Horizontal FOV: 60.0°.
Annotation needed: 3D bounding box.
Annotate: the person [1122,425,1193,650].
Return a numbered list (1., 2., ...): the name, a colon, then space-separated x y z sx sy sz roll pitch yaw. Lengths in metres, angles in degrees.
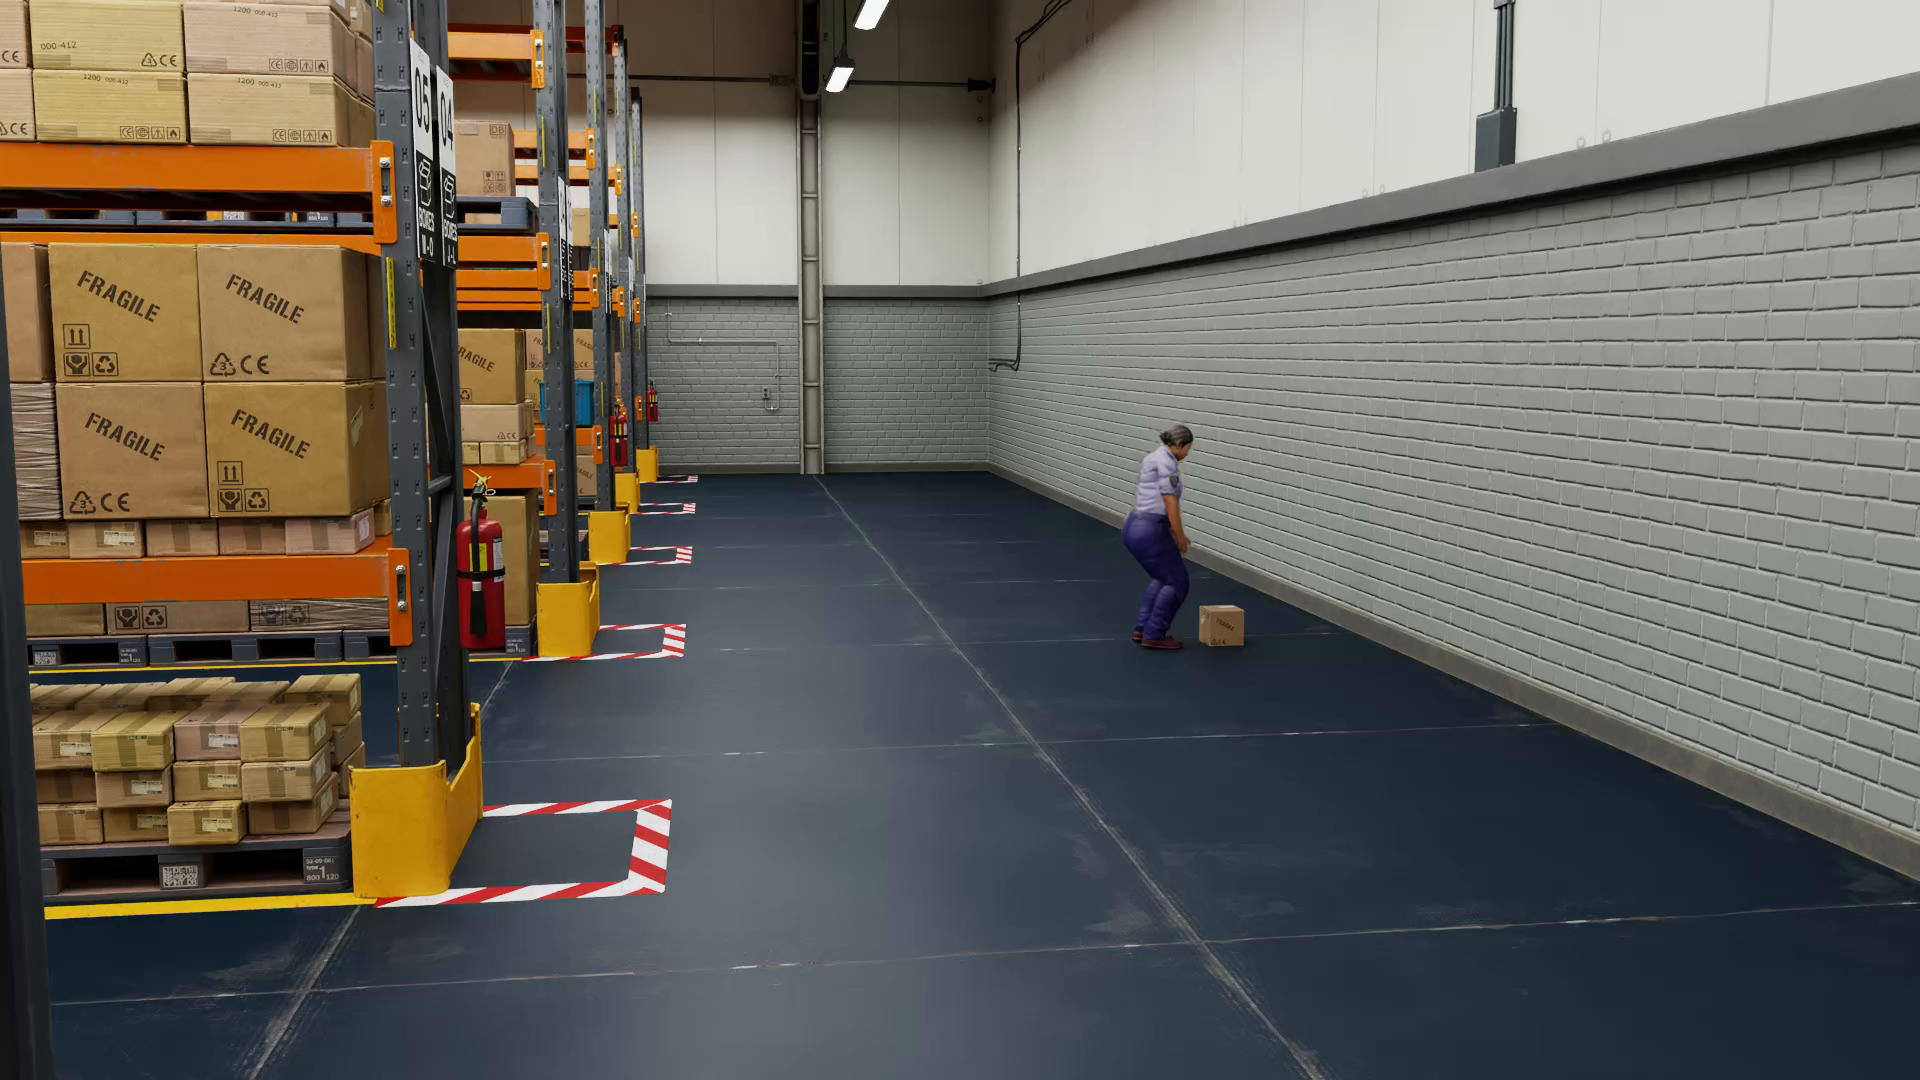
1. person: 1.381 -0.025 11.626 0.485 1.546 0.515 -1 7 -7
